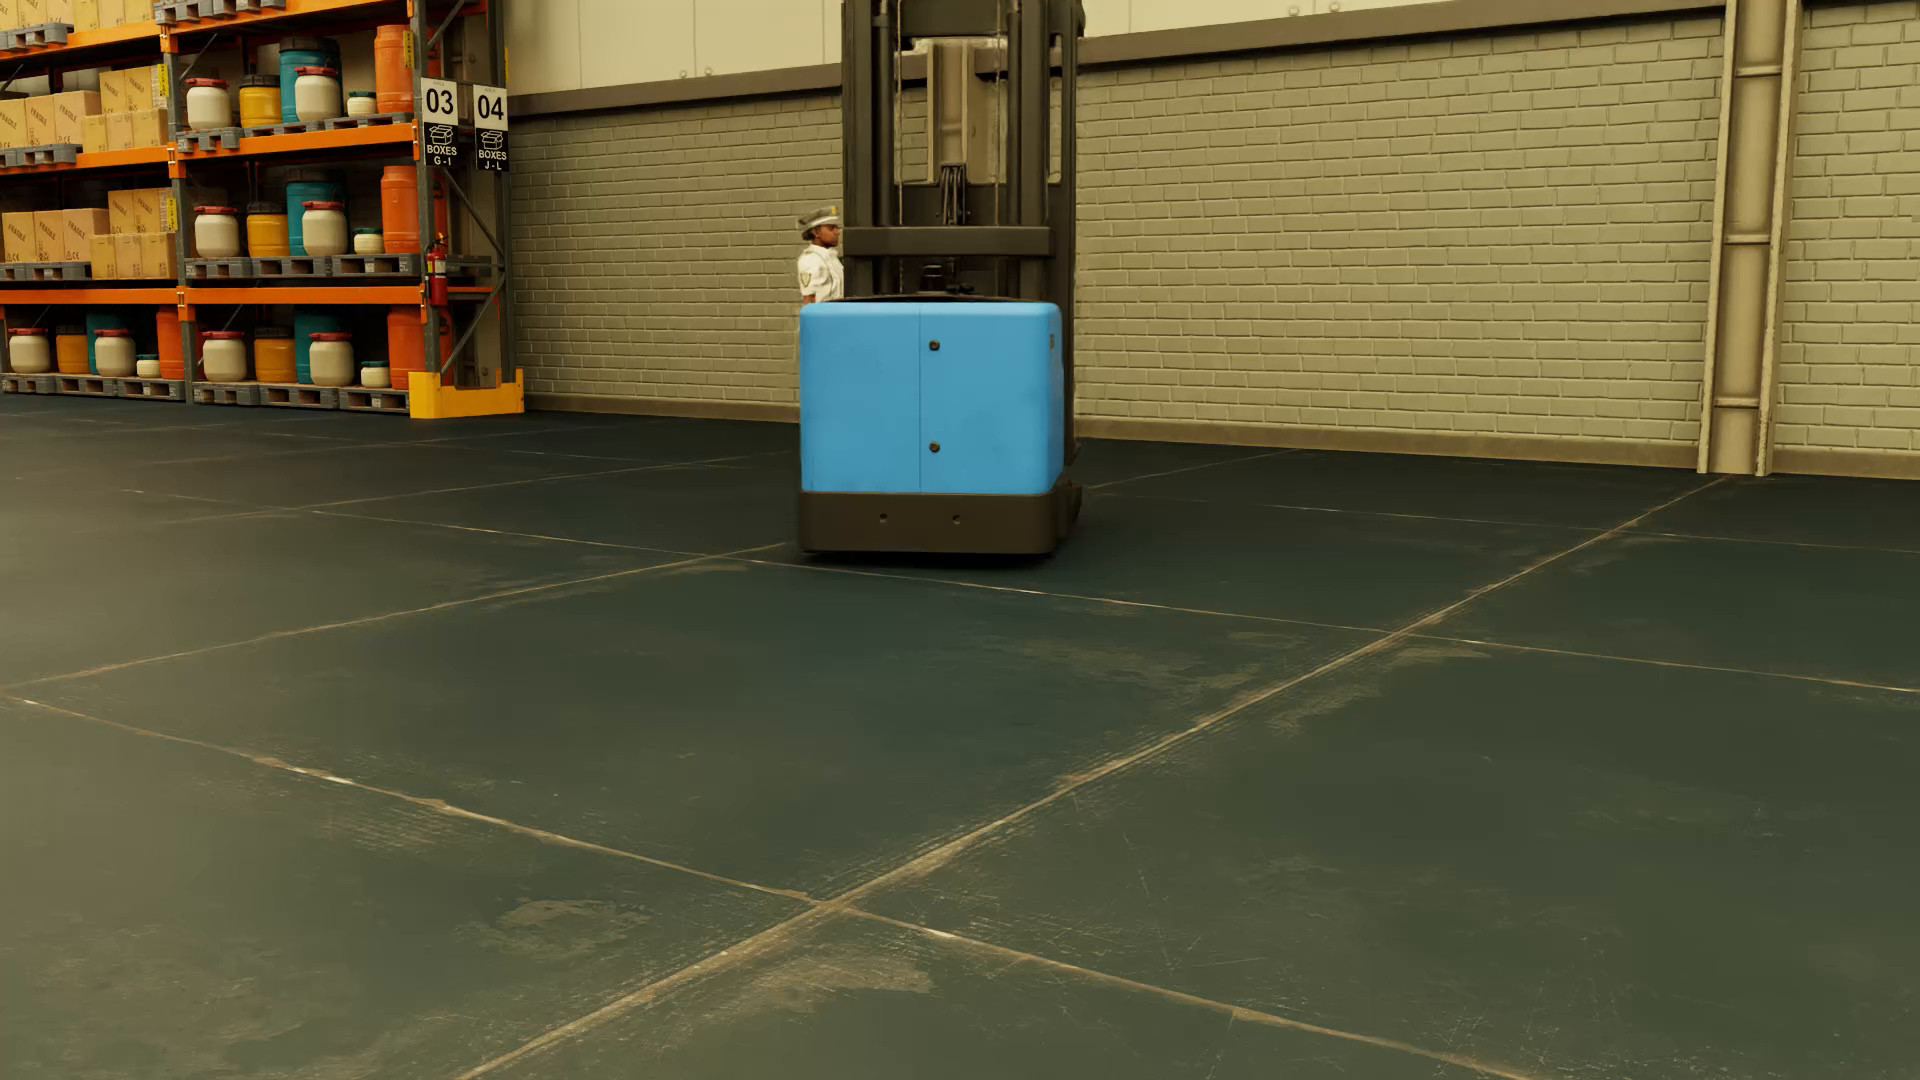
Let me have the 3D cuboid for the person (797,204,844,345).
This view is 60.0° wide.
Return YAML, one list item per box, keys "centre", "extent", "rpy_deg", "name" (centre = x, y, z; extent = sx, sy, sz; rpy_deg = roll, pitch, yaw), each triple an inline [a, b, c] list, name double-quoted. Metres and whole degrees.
- centre: [-0.800, -1.249, 10.460]
  extent: [0.442, 1.682, 0.458]
  rpy_deg: [3, 8, 17]
  name: "person"

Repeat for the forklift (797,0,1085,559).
- centre: [0.026, -1.541, 8.027]
  extent: [1.130, 2.935, 3.031]
  rpy_deg: [1, 8, 7]
  name: "forklift"
